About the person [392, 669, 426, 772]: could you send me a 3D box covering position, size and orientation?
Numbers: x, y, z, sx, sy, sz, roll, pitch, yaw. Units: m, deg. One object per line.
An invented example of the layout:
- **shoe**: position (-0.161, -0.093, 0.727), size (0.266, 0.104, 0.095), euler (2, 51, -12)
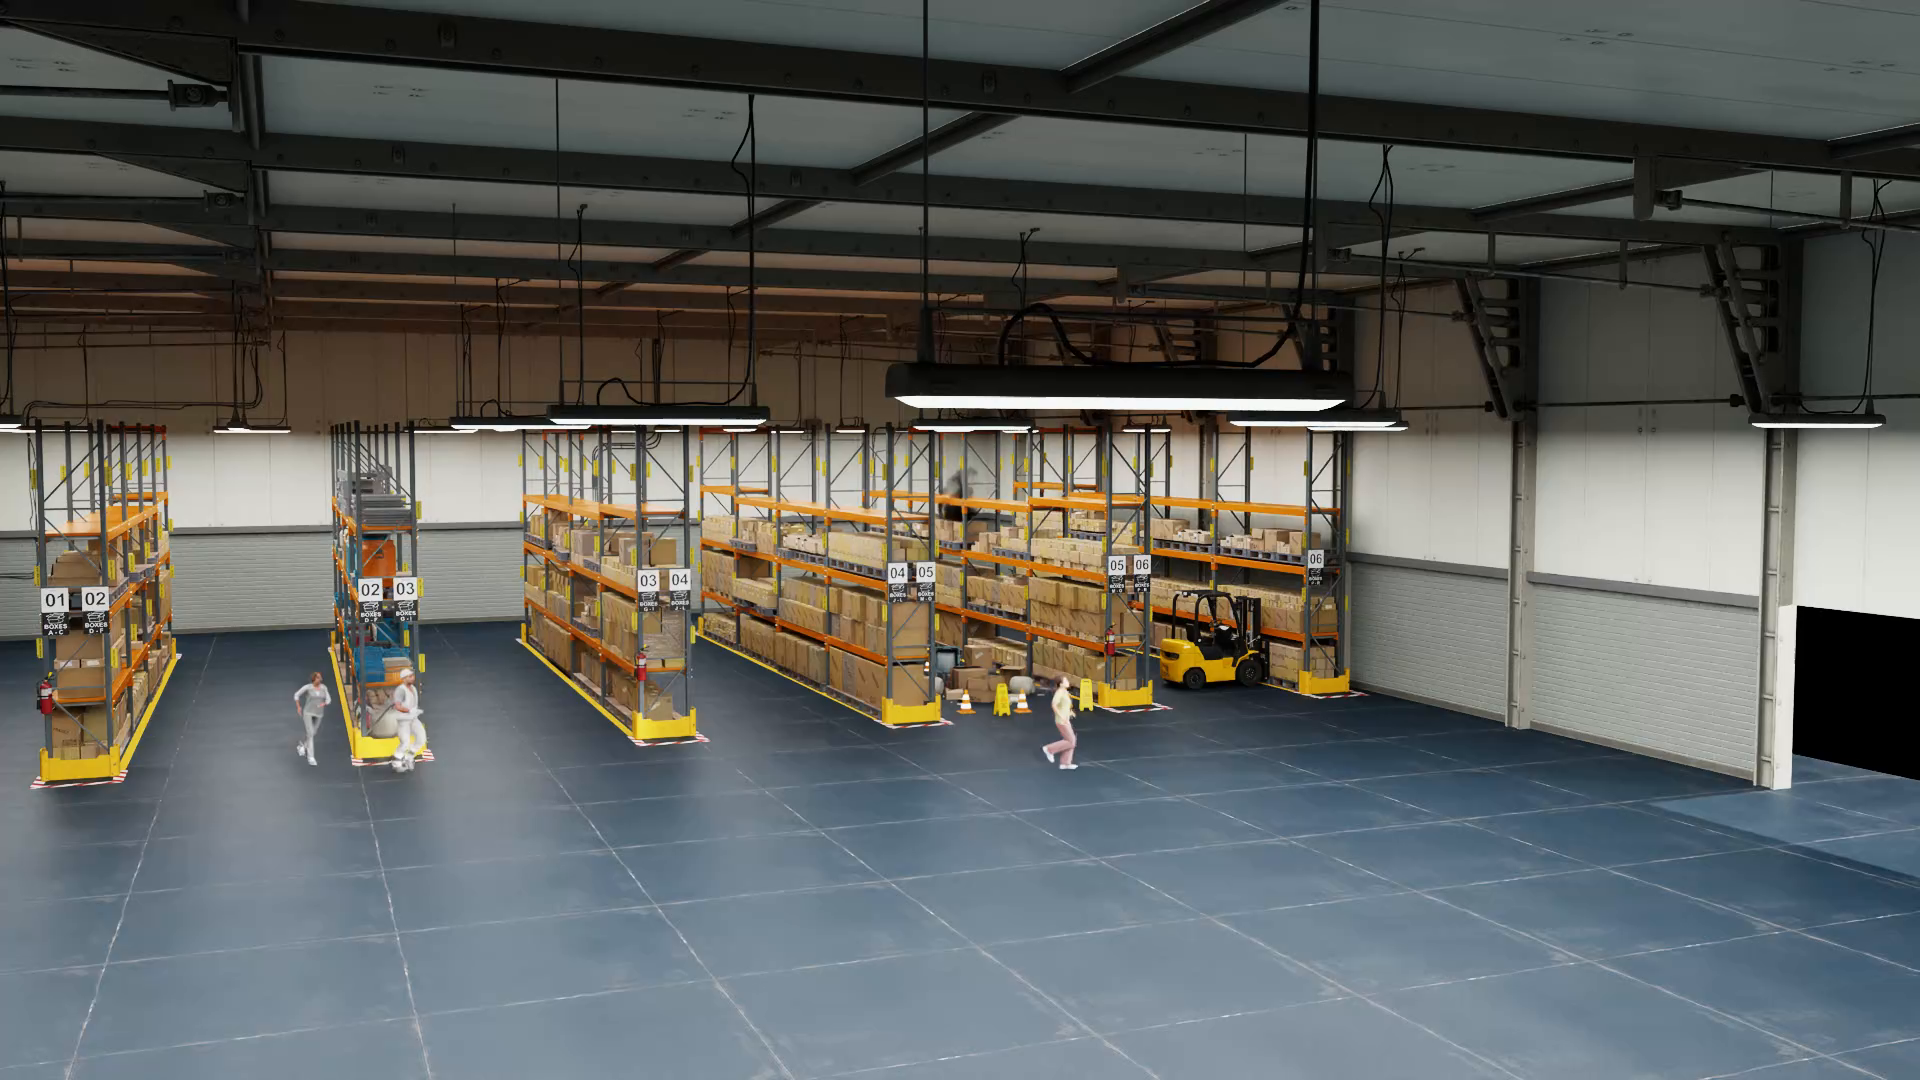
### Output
- **person**: position (-9.349, 3.072, 28.290), size (0.669, 1.781, 0.689), euler (1, 4, 17)

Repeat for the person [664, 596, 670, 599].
- **person**: position (-8.647, 1.904, 47.582), size (0.703, 1.714, 0.649), euler (1, 4, 17)

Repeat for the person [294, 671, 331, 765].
- **person**: position (-11.366, 3.095, 29.250), size (0.580, 1.580, 0.886), euler (-3, 5, -44)

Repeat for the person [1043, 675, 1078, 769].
- **person**: position (1.724, 3.124, 28.561), size (0.597, 1.624, 0.596), euler (0, 4, 5)
